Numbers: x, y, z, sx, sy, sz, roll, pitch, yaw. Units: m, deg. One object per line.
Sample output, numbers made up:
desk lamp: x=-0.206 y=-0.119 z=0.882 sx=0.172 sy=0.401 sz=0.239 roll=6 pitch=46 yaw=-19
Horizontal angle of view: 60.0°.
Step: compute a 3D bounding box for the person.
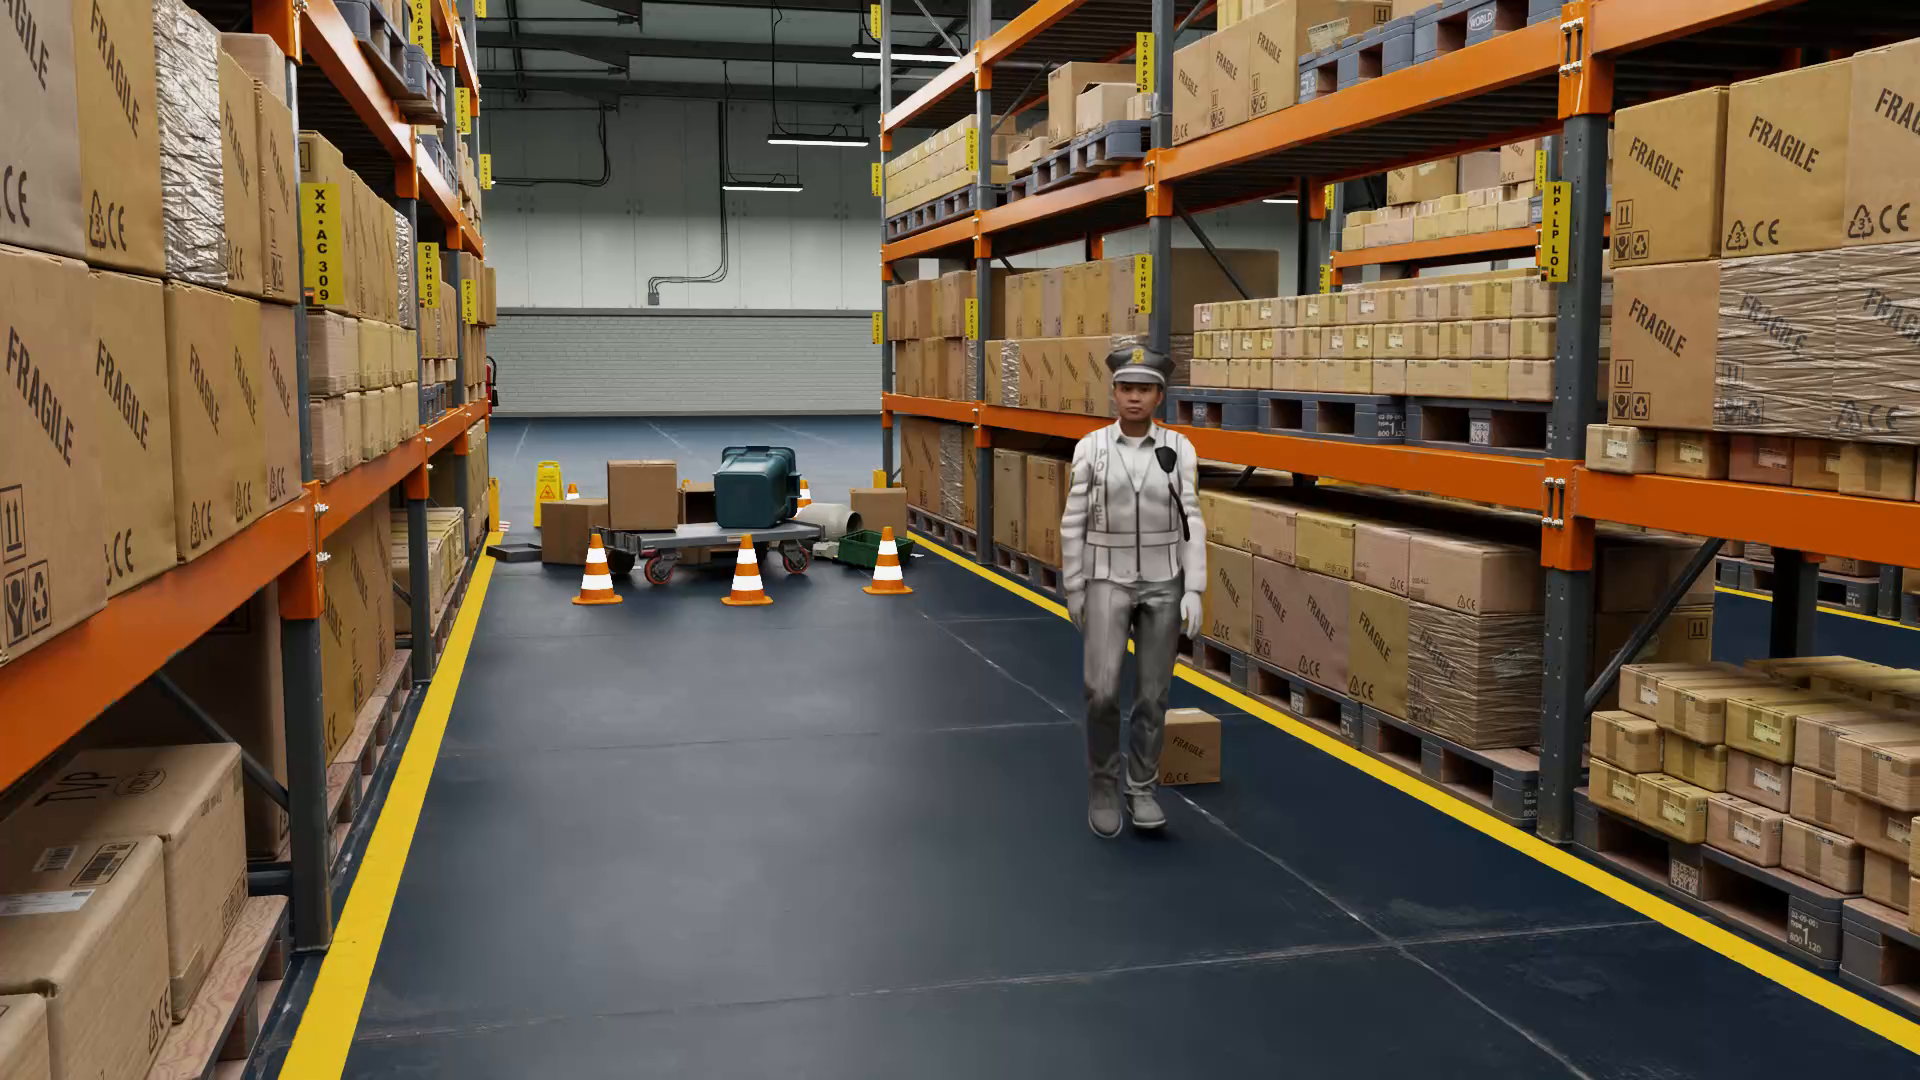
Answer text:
person: x=0.602 y=0.190 z=5.743 sx=0.493 sy=1.715 sz=0.427 roll=0 pitch=6 yaw=-1
